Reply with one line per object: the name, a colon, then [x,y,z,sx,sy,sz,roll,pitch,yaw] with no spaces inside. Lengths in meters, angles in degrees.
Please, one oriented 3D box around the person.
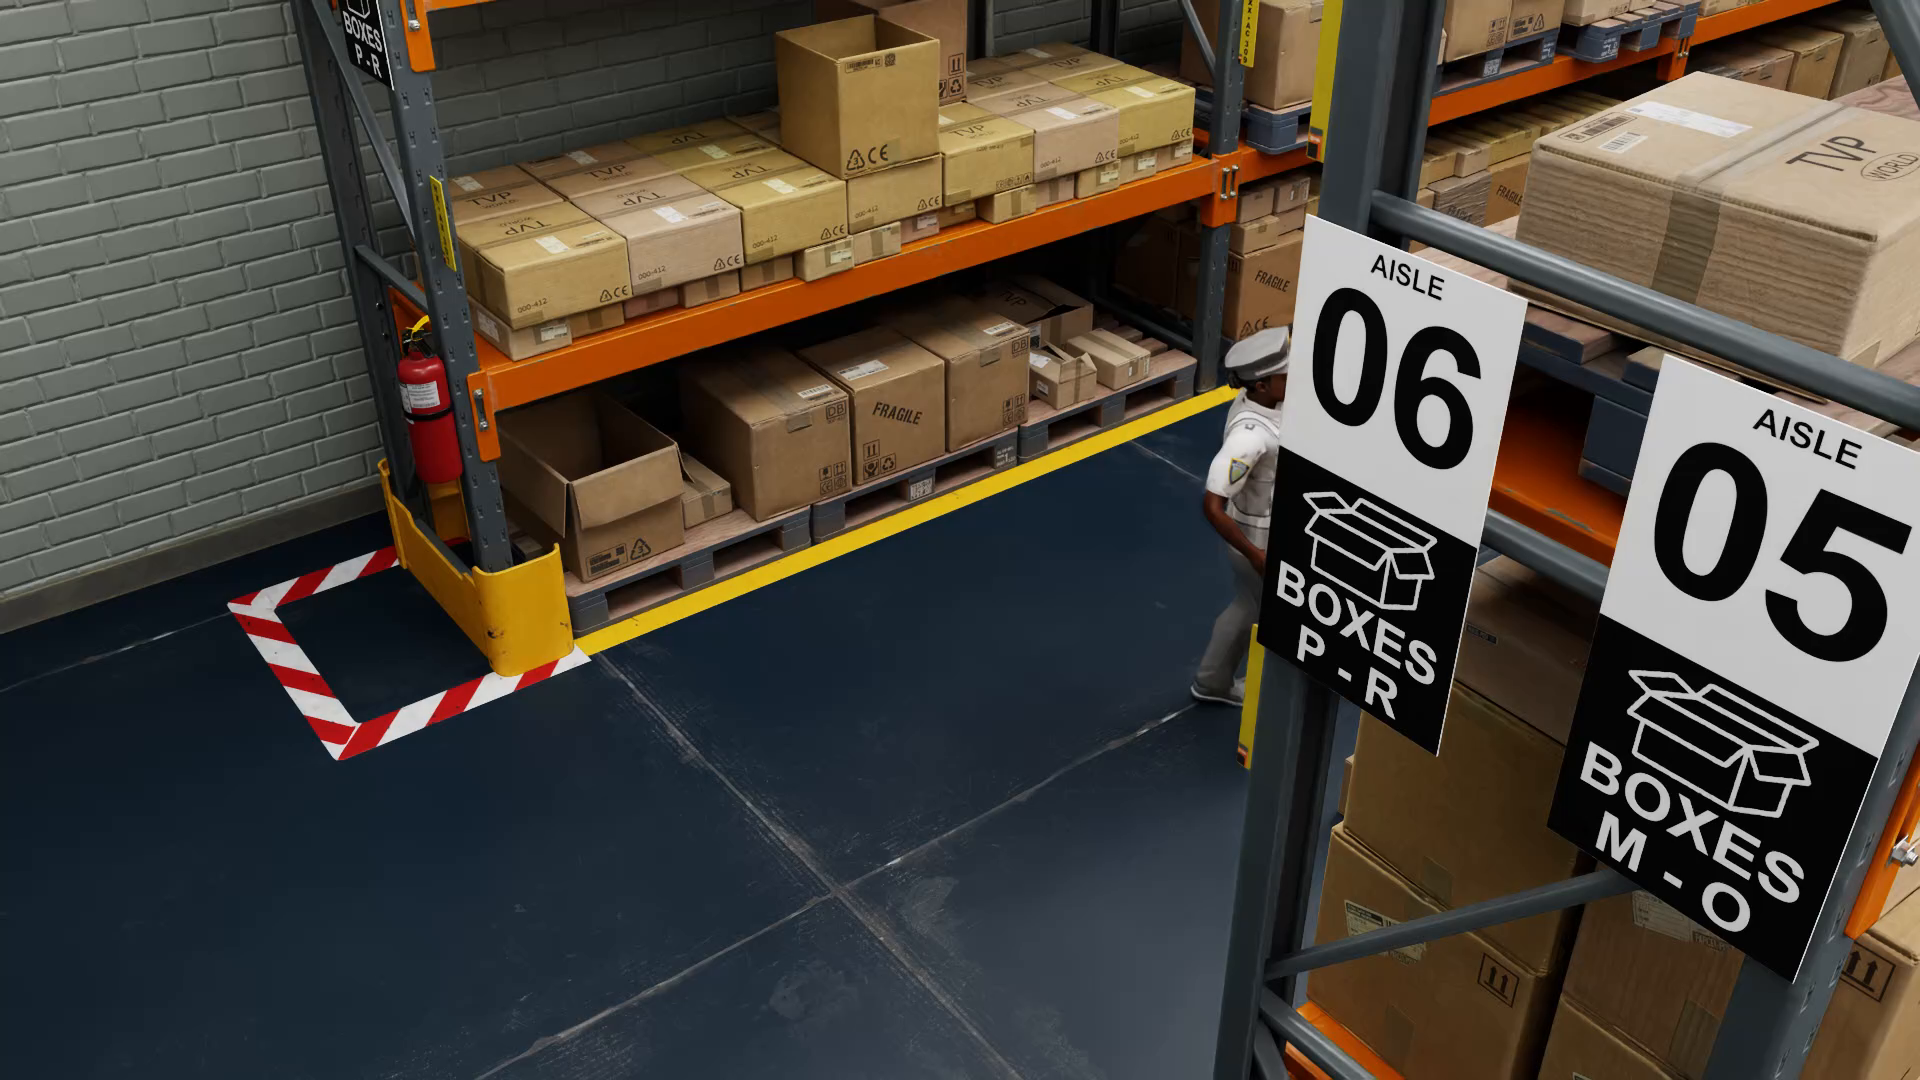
person: [1.190,0.029,6.120,0.577,1.745,0.635,7,33,11]
